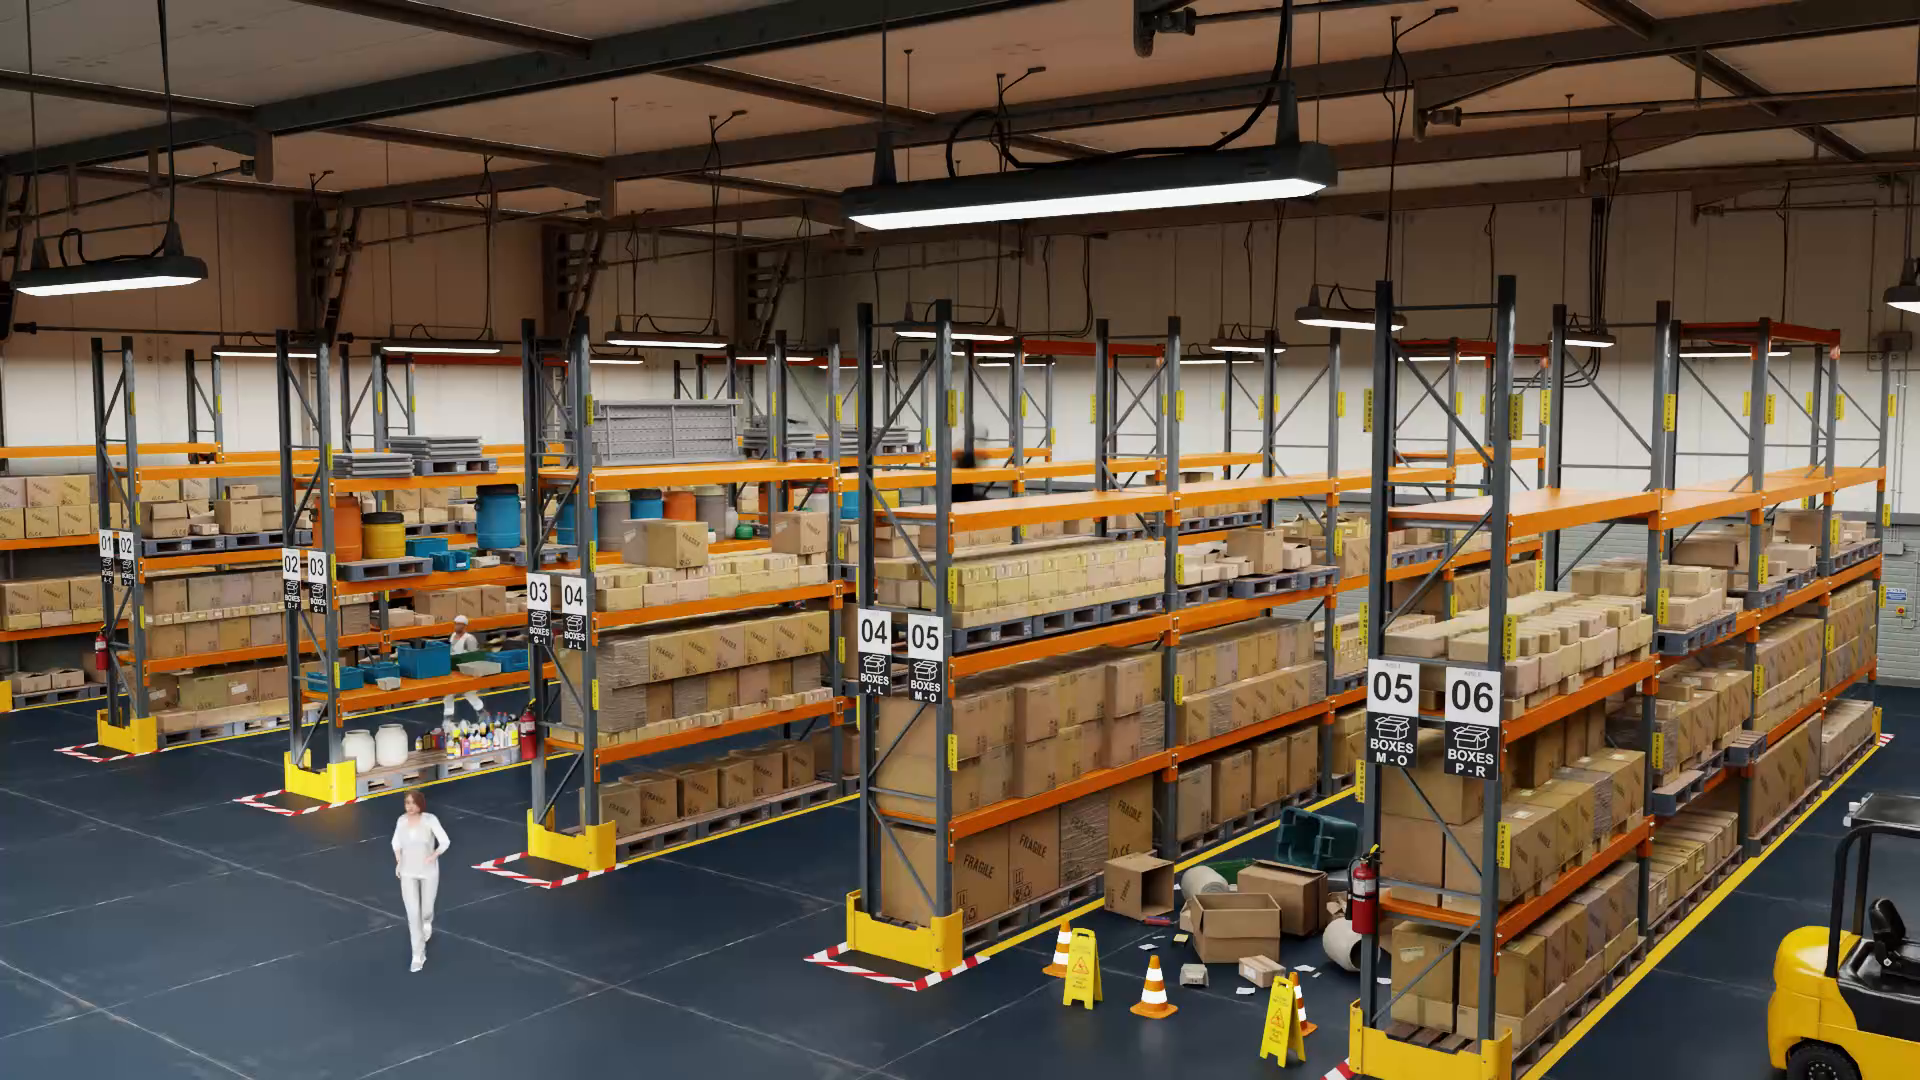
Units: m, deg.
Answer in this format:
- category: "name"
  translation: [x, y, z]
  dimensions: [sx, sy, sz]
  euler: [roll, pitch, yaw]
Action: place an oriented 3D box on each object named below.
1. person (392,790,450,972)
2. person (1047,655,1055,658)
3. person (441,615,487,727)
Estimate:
- category: "person"
  translation: [-4.936, 3.062, 15.219]
  dimensions: [0.532, 1.595, 0.735]
  euler: [-1, 5, -7]
- category: "person"
  translation: [1.192, 2.324, 22.540]
  dimensions: [0.677, 1.817, 0.798]
  euler: [3, 6, 30]
- category: "person"
  translation: [-7.599, 2.044, 25.334]
  dimensions: [0.655, 1.809, 0.925]
  euler: [2, 5, 25]
